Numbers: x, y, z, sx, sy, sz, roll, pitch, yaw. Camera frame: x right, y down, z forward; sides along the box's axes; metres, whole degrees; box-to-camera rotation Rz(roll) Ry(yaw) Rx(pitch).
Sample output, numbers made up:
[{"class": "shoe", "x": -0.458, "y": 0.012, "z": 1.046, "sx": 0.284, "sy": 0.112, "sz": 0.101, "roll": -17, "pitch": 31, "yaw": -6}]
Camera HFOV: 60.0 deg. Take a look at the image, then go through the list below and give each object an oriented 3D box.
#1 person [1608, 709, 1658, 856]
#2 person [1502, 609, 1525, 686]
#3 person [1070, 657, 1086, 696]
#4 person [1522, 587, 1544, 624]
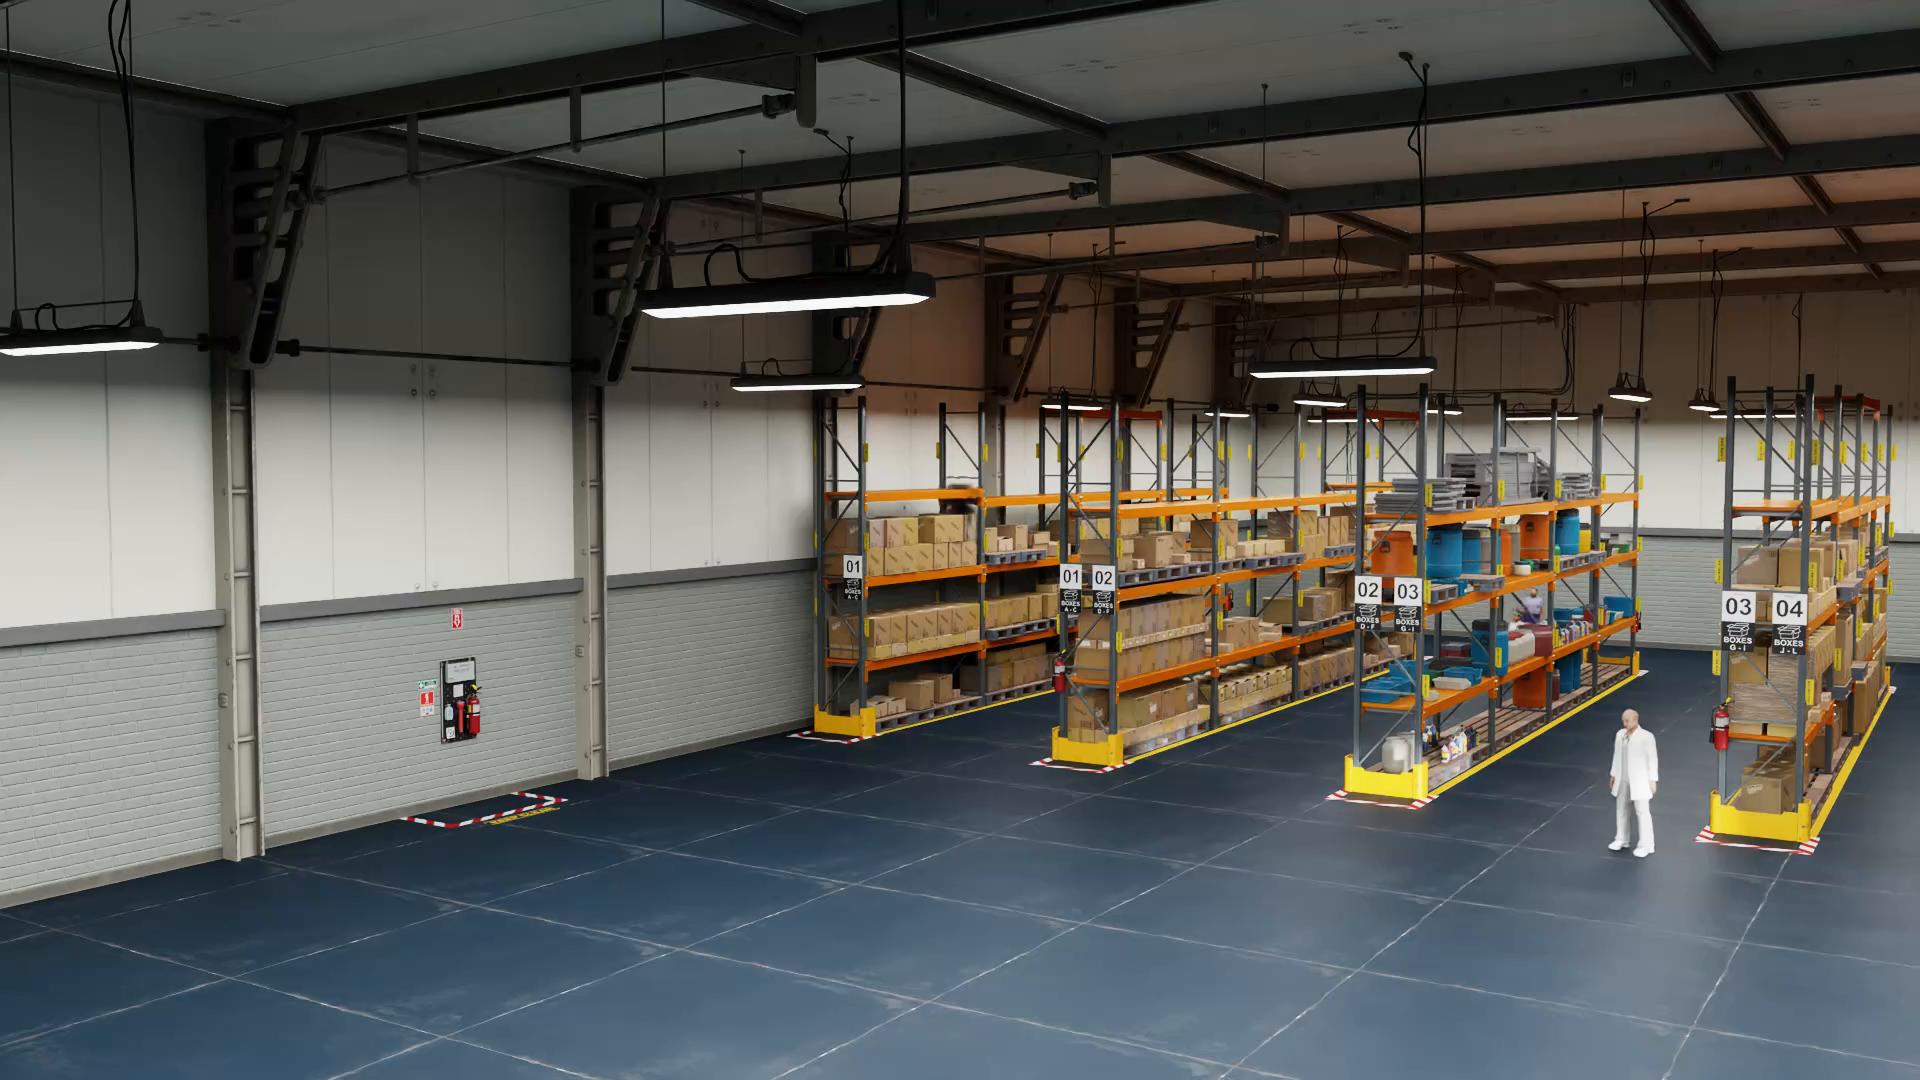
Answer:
[{"class": "person", "x": 8.388, "y": 3.012, "z": 20.834, "sx": 0.411, "sy": 1.785, "sz": 0.635, "roll": -2, "pitch": 3, "yaw": -28}, {"class": "person", "x": 11.960, "y": 2.298, "z": 35.728, "sx": 0.989, "sy": 1.639, "sz": 0.492, "roll": -3, "pitch": 4, "yaw": -44}, {"class": "person", "x": 2.312, "y": 2.554, "z": 31.422, "sx": 0.532, "sy": 1.662, "sz": 0.531, "roll": -1, "pitch": 3, "yaw": -12}, {"class": "person", "x": 14.376, "y": 1.992, "z": 41.867, "sx": 0.510, "sy": 1.605, "sz": 0.600, "roll": -1, "pitch": 3, "yaw": -23}]
